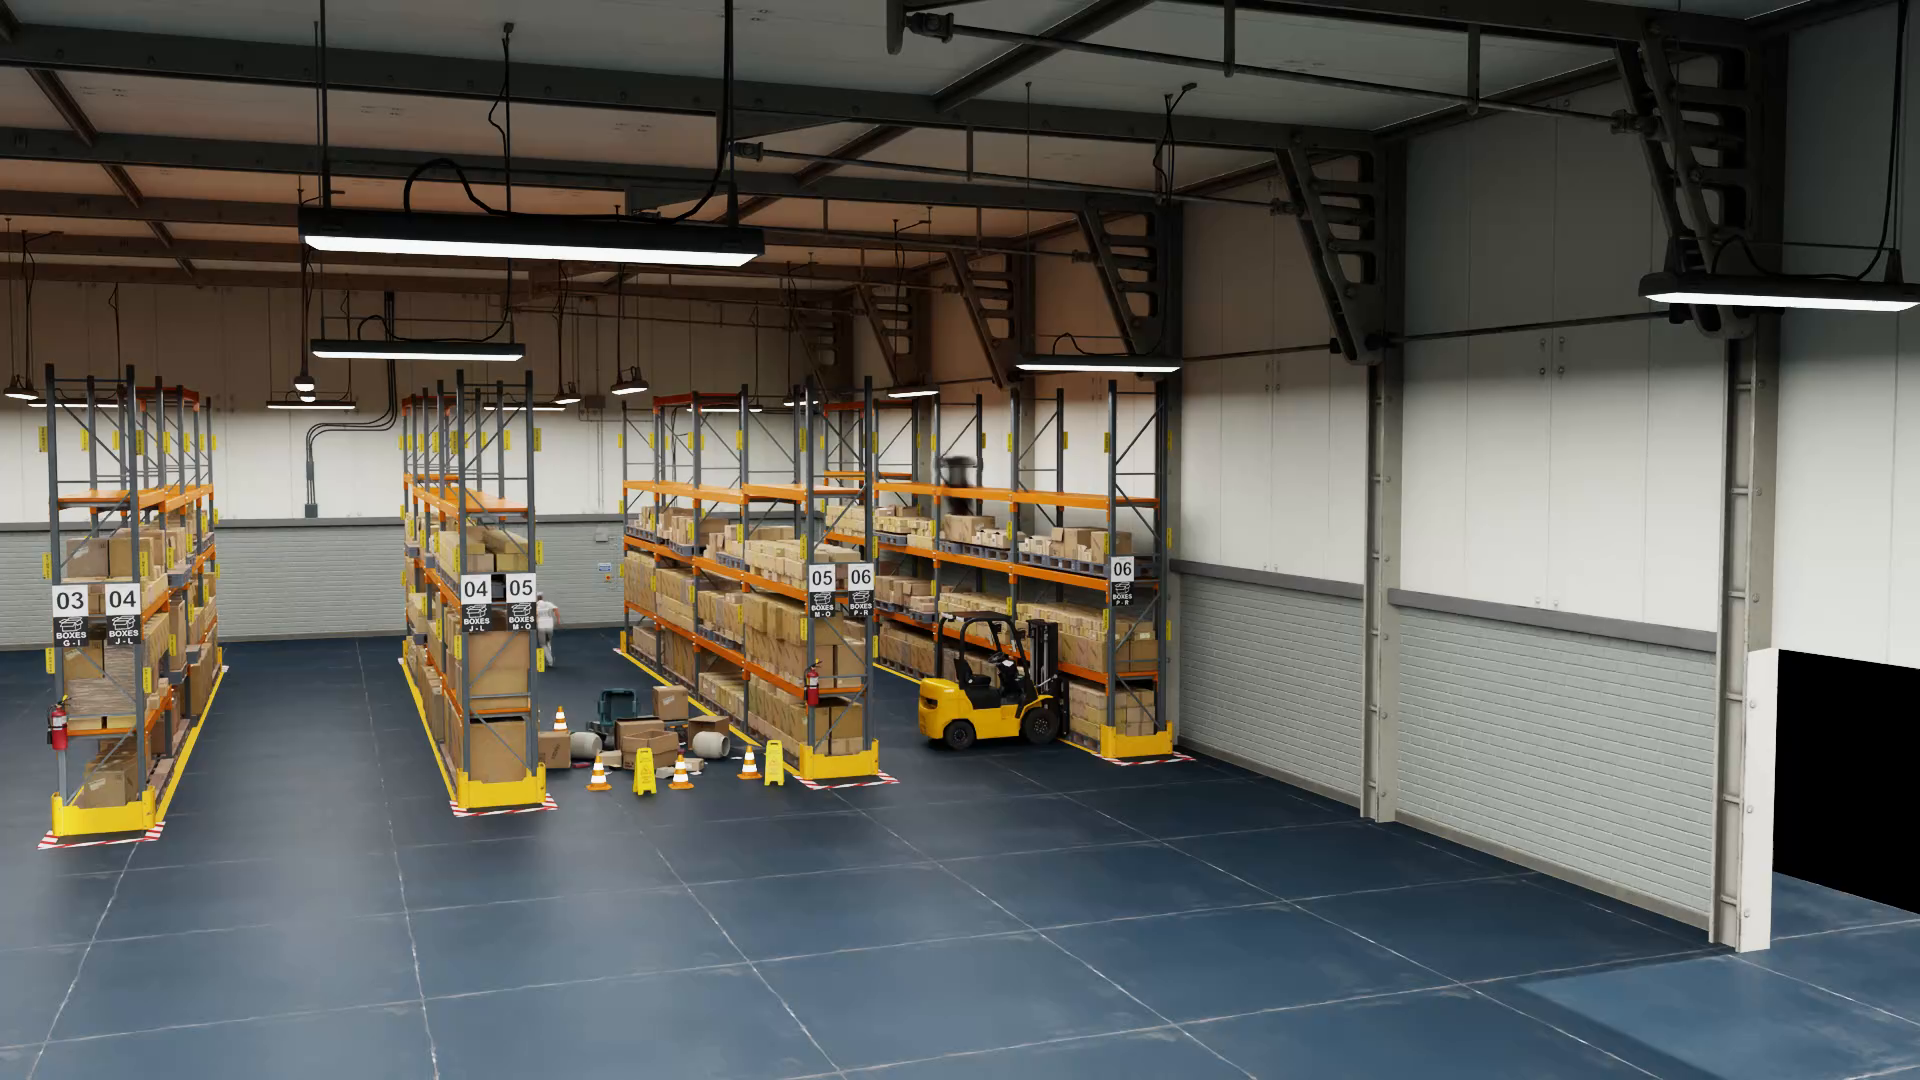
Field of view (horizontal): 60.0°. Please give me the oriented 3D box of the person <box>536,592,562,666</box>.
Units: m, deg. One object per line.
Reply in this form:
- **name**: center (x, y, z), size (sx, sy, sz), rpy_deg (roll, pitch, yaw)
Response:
- **person**: center (-9.381, 1.987, 37.421), size (0.684, 1.624, 0.976), rpy_deg (-2, 4, -35)
